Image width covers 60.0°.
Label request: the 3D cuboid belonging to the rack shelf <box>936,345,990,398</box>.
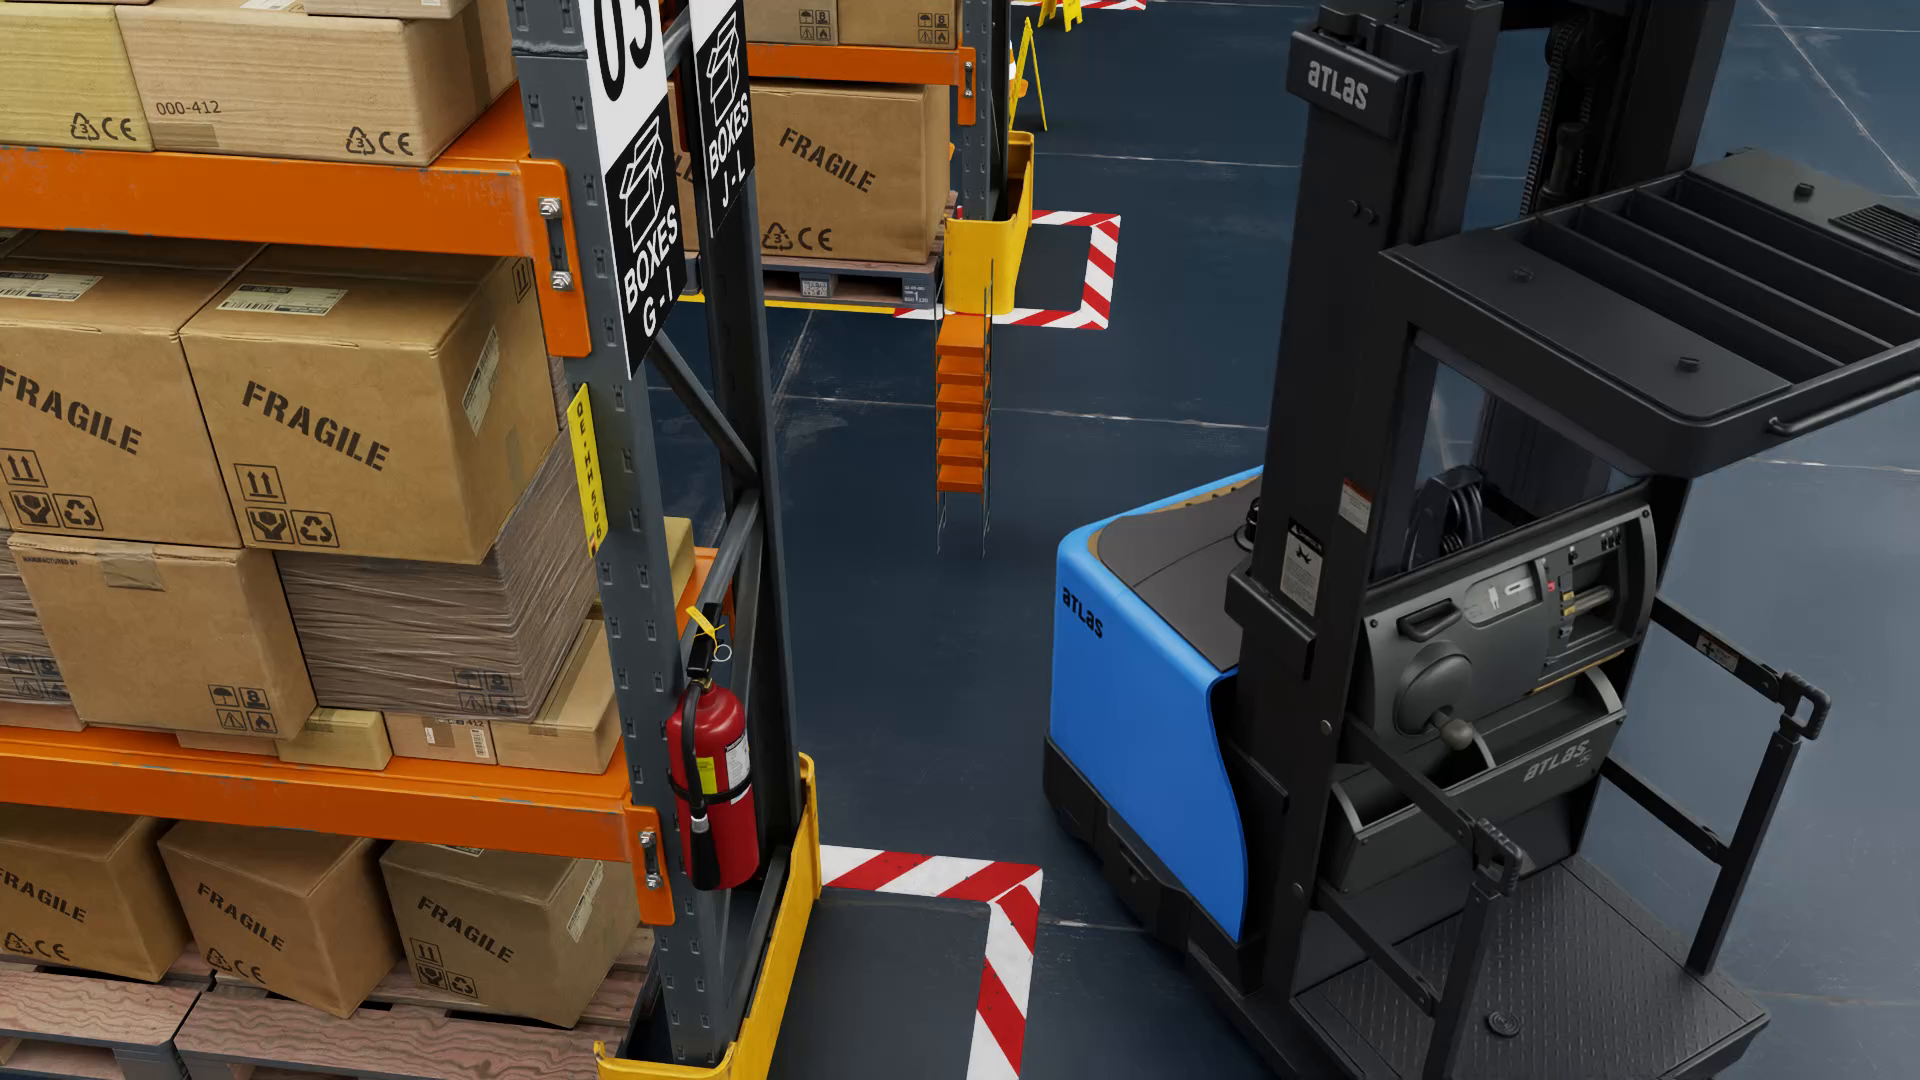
[{"bbox_3d":[0.014,-0.646,6.286,0.180,0.103,0.258,4,36,6],"label":"rack shelf"}]

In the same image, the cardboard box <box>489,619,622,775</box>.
[{"bbox_3d":[-0.905,0.357,3.884,0.250,0.149,0.380,4,36,6],"label":"cardboard box"}]

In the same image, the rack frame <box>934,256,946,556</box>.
[{"bbox_3d":[-0.076,-0.494,6.409,0.006,1.200,0.240,4,36,6],"label":"rack frame"}]

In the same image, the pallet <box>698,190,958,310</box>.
[{"bbox_3d":[-0.667,-1.573,8.772,1.213,0.211,1.003,4,36,6],"label":"pallet"}]

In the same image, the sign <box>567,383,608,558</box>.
[{"bbox_3d":[-0.687,-0.125,3.074,0.005,0.325,0.100,4,36,6],"label":"sign"}]

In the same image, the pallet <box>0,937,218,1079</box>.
[{"bbox_3d":[-2.679,1.114,5.007,1.213,0.211,1.003,4,36,6],"label":"pallet"}]

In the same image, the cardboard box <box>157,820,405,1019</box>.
[{"bbox_3d":[-1.811,0.923,4.665,0.500,0.500,0.500,14,38,18],"label":"cardboard box"}]

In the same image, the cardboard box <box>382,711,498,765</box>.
[{"bbox_3d":[-1.153,0.338,3.910,0.250,0.149,0.380,4,36,6],"label":"cardboard box"}]

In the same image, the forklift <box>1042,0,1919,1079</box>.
[{"bbox_3d":[1.442,0.267,3.853,1.130,2.935,3.031,-18,39,-24],"label":"forklift"}]

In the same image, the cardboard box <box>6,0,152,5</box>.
[{"bbox_3d":[-1.440,-1.050,2.843,0.250,0.149,0.380,3,36,4],"label":"cardboard box"}]

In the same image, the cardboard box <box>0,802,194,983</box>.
[{"bbox_3d":[-2.429,0.866,4.745,0.500,0.500,0.500,7,36,10],"label":"cardboard box"}]

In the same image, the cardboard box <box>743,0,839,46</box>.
[{"bbox_3d":[-0.786,-2.784,7.940,0.550,0.550,0.875,4,36,6],"label":"cardboard box"}]

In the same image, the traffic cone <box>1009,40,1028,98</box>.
[{"bbox_3d":[0.271,-3.144,10.757,0.334,0.463,0.336,4,36,6],"label":"traffic cone"}]

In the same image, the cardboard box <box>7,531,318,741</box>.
[{"bbox_3d":[-1.649,-0.029,3.867,0.500,0.500,0.875,4,36,6],"label":"cardboard box"}]

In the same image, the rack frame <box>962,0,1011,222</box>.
[{"bbox_3d":[0.136,-2.694,7.942,0.127,3.000,1.000,4,36,6],"label":"rack frame"}]

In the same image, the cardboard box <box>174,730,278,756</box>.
[{"bbox_3d":[-1.653,0.322,3.933,0.250,0.149,0.380,4,36,6],"label":"cardboard box"}]

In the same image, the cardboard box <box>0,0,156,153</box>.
[{"bbox_3d":[-1.602,-0.928,3.015,0.500,0.250,0.500,4,36,6],"label":"cardboard box"}]

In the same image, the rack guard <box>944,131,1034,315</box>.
[{"bbox_3d":[0.160,-1.674,8.666,0.348,0.500,1.175,4,36,6],"label":"rack guard"}]

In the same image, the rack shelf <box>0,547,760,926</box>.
[{"bbox_3d":[-2.580,0.302,4.364,4.000,0.370,1.077,4,36,6],"label":"rack shelf"}]

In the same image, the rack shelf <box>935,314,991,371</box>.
[{"bbox_3d":[0.014,-0.744,6.217,0.180,0.103,0.258,4,36,6],"label":"rack shelf"}]

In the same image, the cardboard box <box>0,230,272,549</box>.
[{"bbox_3d":[-1.670,-0.344,3.447,0.500,0.500,0.500,4,36,6],"label":"cardboard box"}]

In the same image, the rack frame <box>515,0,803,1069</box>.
[{"bbox_3d":[-0.596,0.157,3.948,0.127,3.000,1.000,4,36,6],"label":"rack frame"}]

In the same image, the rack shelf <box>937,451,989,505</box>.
[{"bbox_3d":[0.014,-0.256,6.565,0.180,0.103,0.258,4,36,6],"label":"rack shelf"}]

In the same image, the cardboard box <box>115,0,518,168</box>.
[{"bbox_3d":[-1.107,-0.892,2.965,0.500,0.250,0.500,5,36,7],"label":"cardboard box"}]

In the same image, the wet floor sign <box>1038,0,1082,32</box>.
[{"bbox_3d":[0.718,-3.964,11.749,0.232,0.644,0.267,17,39,22],"label":"wet floor sign"}]

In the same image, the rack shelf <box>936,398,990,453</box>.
[{"bbox_3d":[0.014,-0.451,6.426,0.180,0.103,0.258,4,36,6],"label":"rack shelf"}]

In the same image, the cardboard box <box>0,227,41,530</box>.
[{"bbox_3d":[-2.165,-0.382,3.501,0.500,0.500,0.500,4,36,6],"label":"cardboard box"}]

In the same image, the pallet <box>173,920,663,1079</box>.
[{"bbox_3d":[-1.473,1.206,4.879,1.213,0.211,1.003,4,36,6],"label":"pallet"}]

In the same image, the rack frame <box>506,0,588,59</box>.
[{"bbox_3d":[-0.596,-2.285,2.205,0.127,3.000,1.000,4,36,6],"label":"rack frame"}]

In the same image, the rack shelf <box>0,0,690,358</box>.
[{"bbox_3d":[-2.580,-0.919,3.493,4.000,0.370,1.077,4,36,6],"label":"rack shelf"}]

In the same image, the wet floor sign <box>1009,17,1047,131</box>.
[{"bbox_3d":[0.417,-2.874,10.221,0.232,0.644,0.267,-2,36,-2],"label":"wet floor sign"}]

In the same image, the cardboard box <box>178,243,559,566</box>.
[{"bbox_3d":[-1.173,-0.310,3.400,0.500,0.500,0.500,4,36,6],"label":"cardboard box"}]

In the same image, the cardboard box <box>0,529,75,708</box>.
[{"bbox_3d":[-2.140,-0.091,3.953,0.500,0.500,0.875,4,36,6],"label":"cardboard box"}]

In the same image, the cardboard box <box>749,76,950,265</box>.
[{"bbox_3d":[-0.545,-2.012,8.454,0.875,0.875,0.875,4,36,6],"label":"cardboard box"}]

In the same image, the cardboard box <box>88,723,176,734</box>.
[{"bbox_3d":[-1.896,0.280,3.992,0.250,0.149,0.380,4,36,6],"label":"cardboard box"}]

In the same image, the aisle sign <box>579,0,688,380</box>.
[{"bbox_3d":[-0.573,-0.724,2.944,0.004,0.787,0.394,4,36,6],"label":"aisle sign"}]

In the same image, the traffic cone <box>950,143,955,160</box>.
[{"bbox_3d":[-0.210,-2.518,9.880,0.334,0.463,0.336,4,36,6],"label":"traffic cone"}]

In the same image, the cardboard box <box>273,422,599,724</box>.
[{"bbox_3d":[-1.138,-0.061,3.912,0.500,0.500,0.875,4,36,6],"label":"cardboard box"}]

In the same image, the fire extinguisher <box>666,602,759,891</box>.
[{"bbox_3d":[-0.541,0.462,3.587,0.183,0.674,0.296,4,36,6],"label":"fire extinguisher"}]

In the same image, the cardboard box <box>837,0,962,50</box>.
[{"bbox_3d":[-0.238,-2.756,7.900,0.550,0.550,0.875,4,36,6],"label":"cardboard box"}]

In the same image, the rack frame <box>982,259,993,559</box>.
[{"bbox_3d":[0.105,-0.481,6.390,0.006,1.200,0.240,4,36,6],"label":"rack frame"}]

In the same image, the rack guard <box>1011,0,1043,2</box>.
[{"bbox_3d":[0.591,-4.541,12.683,0.348,0.500,1.175,4,36,6],"label":"rack guard"}]

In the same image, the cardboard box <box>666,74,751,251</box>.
[{"bbox_3d":[-1.418,-2.076,8.544,0.875,0.875,0.875,4,36,5],"label":"cardboard box"}]

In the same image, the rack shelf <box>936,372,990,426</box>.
[{"bbox_3d":[0.014,-0.549,6.356,0.180,0.103,0.258,4,36,6],"label":"rack shelf"}]

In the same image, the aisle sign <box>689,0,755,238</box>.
[{"bbox_3d":[-0.496,-1.070,3.429,0.004,0.787,0.394,4,36,6],"label":"aisle sign"}]

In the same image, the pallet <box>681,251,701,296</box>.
[{"bbox_3d":[-1.874,-1.664,8.900,1.213,0.211,1.003,4,36,6],"label":"pallet"}]

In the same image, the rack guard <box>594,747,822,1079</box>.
[{"bbox_3d":[-0.671,1.169,4.682,0.348,0.500,1.175,4,36,6],"label":"rack guard"}]

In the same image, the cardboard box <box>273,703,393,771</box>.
[{"bbox_3d":[-1.407,0.349,3.895,0.250,0.149,0.380,4,36,6],"label":"cardboard box"}]

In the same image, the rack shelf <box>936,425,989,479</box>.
[{"bbox_3d":[0.014,-0.353,6.495,0.180,0.103,0.258,4,36,6],"label":"rack shelf"}]

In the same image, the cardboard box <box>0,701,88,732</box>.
[{"bbox_3d":[-2.147,0.274,4.000,0.250,0.149,0.380,4,36,6],"label":"cardboard box"}]

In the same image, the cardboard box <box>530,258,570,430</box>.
[{"bbox_3d":[-1.107,-0.610,3.819,0.500,0.500,0.500,4,36,6],"label":"cardboard box"}]

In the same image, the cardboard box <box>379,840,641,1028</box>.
[{"bbox_3d":[-1.213,0.948,4.630,0.500,0.500,0.500,11,37,15],"label":"cardboard box"}]

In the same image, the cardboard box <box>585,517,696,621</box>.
[{"bbox_3d":[-0.848,0.101,4.243,0.250,0.149,0.380,4,36,6],"label":"cardboard box"}]

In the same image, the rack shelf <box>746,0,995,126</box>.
[{"bbox_3d":[-1.848,-2.549,8.358,4.000,0.370,1.077,4,36,6],"label":"rack shelf"}]

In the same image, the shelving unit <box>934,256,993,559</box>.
[{"bbox_3d":[0.014,-0.487,6.400,0.189,1.200,0.258,4,36,6],"label":"shelving unit"}]

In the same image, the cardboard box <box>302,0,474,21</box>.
[{"bbox_3d":[-0.911,-1.006,2.781,0.250,0.149,0.380,4,36,6],"label":"cardboard box"}]
